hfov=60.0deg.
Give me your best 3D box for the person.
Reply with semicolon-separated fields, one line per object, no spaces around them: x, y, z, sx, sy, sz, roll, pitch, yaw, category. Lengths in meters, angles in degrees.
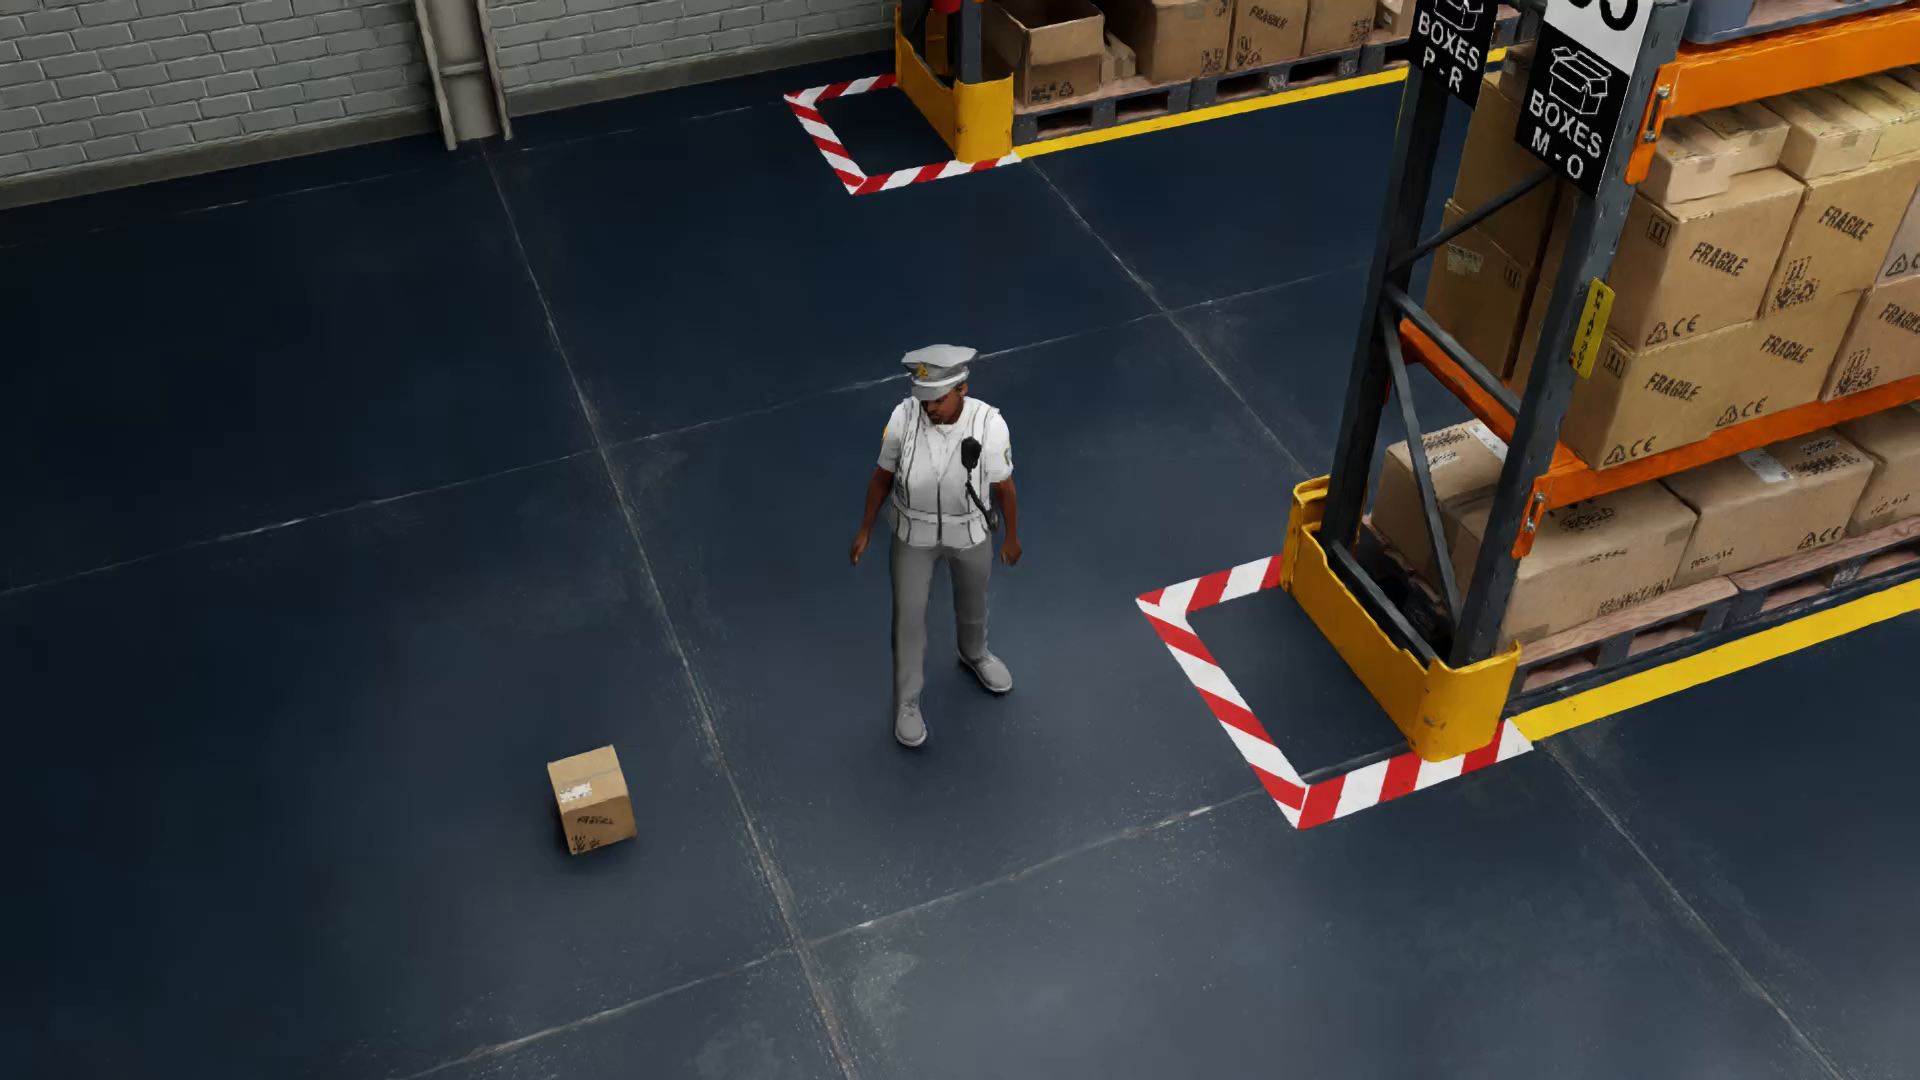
-0.090;0.020;6.105;0.640;1.663;0.571;1;42;1;person
